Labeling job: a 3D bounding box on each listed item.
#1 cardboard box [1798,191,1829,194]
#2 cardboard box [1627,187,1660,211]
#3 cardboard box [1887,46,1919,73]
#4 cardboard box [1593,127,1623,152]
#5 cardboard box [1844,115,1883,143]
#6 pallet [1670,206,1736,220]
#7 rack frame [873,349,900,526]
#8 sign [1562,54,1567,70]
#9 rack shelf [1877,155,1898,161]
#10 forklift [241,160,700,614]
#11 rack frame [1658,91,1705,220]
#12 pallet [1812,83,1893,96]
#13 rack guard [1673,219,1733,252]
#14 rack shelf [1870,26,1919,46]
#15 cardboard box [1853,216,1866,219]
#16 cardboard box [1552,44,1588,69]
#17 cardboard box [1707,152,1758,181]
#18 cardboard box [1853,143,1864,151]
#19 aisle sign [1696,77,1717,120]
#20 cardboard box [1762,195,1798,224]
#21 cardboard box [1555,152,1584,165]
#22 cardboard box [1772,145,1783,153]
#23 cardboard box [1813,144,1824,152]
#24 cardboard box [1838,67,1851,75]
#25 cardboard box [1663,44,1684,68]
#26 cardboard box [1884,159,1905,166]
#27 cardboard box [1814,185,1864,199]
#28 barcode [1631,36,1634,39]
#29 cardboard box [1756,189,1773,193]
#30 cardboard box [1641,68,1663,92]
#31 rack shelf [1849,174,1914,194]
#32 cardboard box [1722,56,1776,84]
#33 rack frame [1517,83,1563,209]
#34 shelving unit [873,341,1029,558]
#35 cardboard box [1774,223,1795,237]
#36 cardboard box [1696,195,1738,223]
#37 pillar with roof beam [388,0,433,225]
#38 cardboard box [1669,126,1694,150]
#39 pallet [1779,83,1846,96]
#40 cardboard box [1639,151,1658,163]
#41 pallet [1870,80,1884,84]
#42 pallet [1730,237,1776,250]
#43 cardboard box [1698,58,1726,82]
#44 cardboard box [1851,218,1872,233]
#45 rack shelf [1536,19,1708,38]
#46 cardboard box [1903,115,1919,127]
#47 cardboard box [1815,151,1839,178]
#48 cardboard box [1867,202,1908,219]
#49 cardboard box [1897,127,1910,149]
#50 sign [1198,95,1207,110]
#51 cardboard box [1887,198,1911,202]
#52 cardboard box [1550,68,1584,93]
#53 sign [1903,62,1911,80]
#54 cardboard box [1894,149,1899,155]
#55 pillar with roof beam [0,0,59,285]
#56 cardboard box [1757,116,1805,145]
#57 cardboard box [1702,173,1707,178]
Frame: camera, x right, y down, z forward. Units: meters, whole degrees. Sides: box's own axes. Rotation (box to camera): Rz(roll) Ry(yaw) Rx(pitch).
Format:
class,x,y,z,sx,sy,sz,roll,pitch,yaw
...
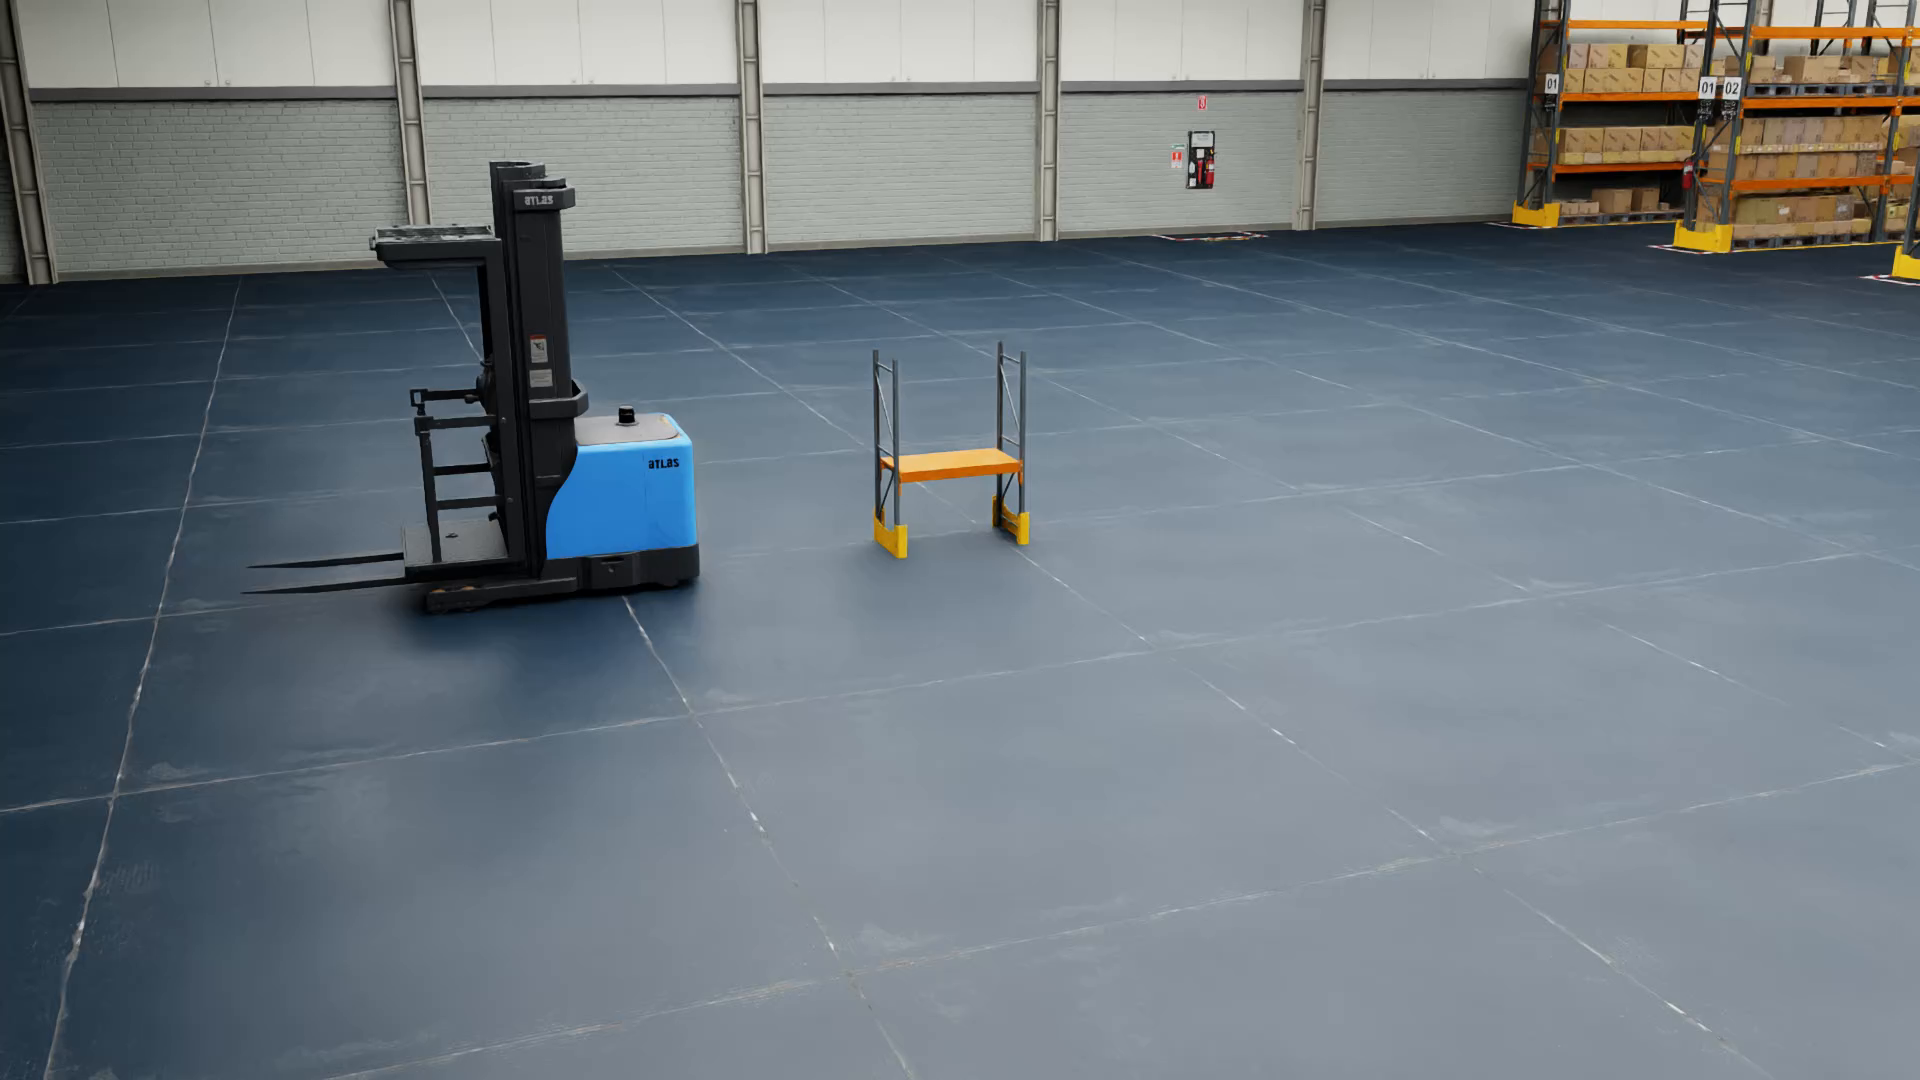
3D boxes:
class,x,y,z,sx,sy,sz,roll,pitch,yaw
cardboard box,17.102,-6.717,33.324,0.500,0.500,0.500,-6,17,-20
cardboard box,15.380,-7.692,37.493,0.500,0.500,0.500,-8,18,-24
cardboard box,18.701,-9.472,32.768,0.500,0.500,0.500,-6,17,-19
cardboard box,14.103,-8.756,36.362,0.500,0.500,0.500,-7,18,-22
cardboard box,17.699,-8.116,32.804,0.500,0.500,0.700,-6,17,-20
pallet,17.061,-7.536,38.257,1.213,0.211,1.003,-6,17,-20
rack frame,-0.554,-0.660,12.554,0.032,1.500,0.500,-6,17,-20
sign,12.794,-10.108,35.190,0.005,0.325,0.100,-6,17,-20
rack shelf,21.938,-9.055,39.757,4.000,0.370,1.077,-6,17,-20
forklift,-3.430,-1.071,11.415,3.031,2.935,1.130,-6,17,-18
rack frame,16.335,-8.795,37.595,0.127,3.000,1.000,-6,17,-20
pallet,17.324,-8.796,32.432,1.213,0.211,1.003,-6,17,-20
rack guard,14.353,-5.887,32.129,0.348,0.500,1.175,-6,17,-20
rack shelf,19.979,-10.035,33.157,4.000,0.370,1.077,-6,17,-20
cardboard box,18.394,-6.492,33.889,0.500,0.250,0.500,-6,18,-21
cardboard box,13.046,-10.343,35.556,0.500,0.500,0.500,-8,18,-24
cardboard box,14.816,-7.180,31.920,0.500,0.500,0.700,-6,17,-20
cardboard box,17.458,-7.716,32.592,0.250,0.149,0.380,-7,18,-22
aisle sign,14.209,-8.407,31.659,0.004,0.787,0.394,-6,17,-20
cardboard box,15.885,-6.431,32.349,0.500,0.500,0.500,-6,17,-20
cardboard box,13.169,-8.295,36.123,0.500,0.250,0.500,-7,18,-22
cardboard box,15.535,-7.508,31.884,0.250,0.149,0.380,-6,18,-21
cardboard box,16.501,-7.612,32.239,0.250,0.149,0.380,-6,17,-18
cardboard box,17.042,-9.121,32.547,0.500,0.311,0.500,-7,18,-23
cardboard box,15.453,-10.591,36.401,0.500,0.500,0.500,-5,17,-17
cardboard box,18.866,-7.564,33.644,0.258,0.266,0.396,-7,18,-21
cardboard box,20.804,-8.408,39.347,0.750,0.750,0.750,-6,18,-21
barcode,14.883,-11.119,36.813,0.075,0.075,0.001,-6,17,-20
cardboard box,18.440,-8.045,38.696,0.500,0.500,0.700,-6,17,-20
cardboard box,14.971,-10.062,36.375,0.500,0.500,0.500,-7,18,-22
rack shelf,19.979,-7.348,33.946,4.000,0.370,1.077,-6,17,-20
cardboard box,14.914,-8.903,31.463,0.637,0.503,0.797,-5,17,-16
rack frame,12.600,-8.392,36.222,0.127,3.000,1.000,-6,17,-20
shelving unit,-0.071,-0.712,12.732,1.083,1.500,0.587,-6,17,-20
cardboard box,15.889,-6.068,32.444,0.500,0.250,0.500,-6,17,-20
cardboard box,14.770,-6.463,32.458,0.500,0.500,0.500,-6,17,-20
pillar with roof beam,-7.927,-8.016,24.295,0.400,9.000,9.100,-6,17,-20
cardboard box,16.004,-8.963,37.069,0.500,0.500,0.500,-6,17,-20
pallet,16.186,-8.674,32.017,1.213,0.211,1.003,-6,17,-20
cardboard box,15.069,-8.502,36.829,0.500,0.250,0.500,-6,17,-20
pallet,21.696,-10.739,39.228,1.213,0.211,1.003,-5,17,-18
pallet,15.075,-5.839,32.478,1.213,0.211,1.003,-6,17,-20
cardboard box,16.874,-10.518,37.216,0.500,0.500,0.500,-4,17,-12
cardboard box,17.756,-6.270,33.132,0.500,0.250,0.500,-6,17,-20
rack shelf,14.467,-11.125,36.165,4.000,0.370,1.077,-6,17,-20
cardboard box,22.503,-9.947,39.446,0.500,0.250,0.500,-6,17,-19
cardboard box,16.739,-7.389,32.631,0.500,0.500,0.700,-6,17,-19
cardboard box,18.586,-6.619,33.326,0.500,0.311,0.500,-6,17,-20
cardboard box,22.055,-9.535,39.374,0.500,0.500,0.500,-6,17,-19
sign,4.977,-8.983,34.123,0.199,0.298,0.001,-6,17,-20
cardboard box,19.337,-6.863,34.157,0.500,0.311,0.500,-6,17,-20
cardboard box,13.001,-9.856,35.673,0.500,0.500,0.500,-6,17,-19
sign,18.311,-9.071,32.155,0.005,0.325,0.100,-6,17,-20
cardboard box,22.137,-9.242,39.527,0.250,0.149,0.380,-6,17,-18
pillar with roof beam,-13.529,-7.411,22.235,0.400,9.000,9.100,-6,17,-20
cardboard box,15.825,-7.914,32.114,0.500,0.500,0.700,-6,17,-20
cardboard box,17.426,-8.290,38.202,0.500,0.250,0.500,-7,18,-21
